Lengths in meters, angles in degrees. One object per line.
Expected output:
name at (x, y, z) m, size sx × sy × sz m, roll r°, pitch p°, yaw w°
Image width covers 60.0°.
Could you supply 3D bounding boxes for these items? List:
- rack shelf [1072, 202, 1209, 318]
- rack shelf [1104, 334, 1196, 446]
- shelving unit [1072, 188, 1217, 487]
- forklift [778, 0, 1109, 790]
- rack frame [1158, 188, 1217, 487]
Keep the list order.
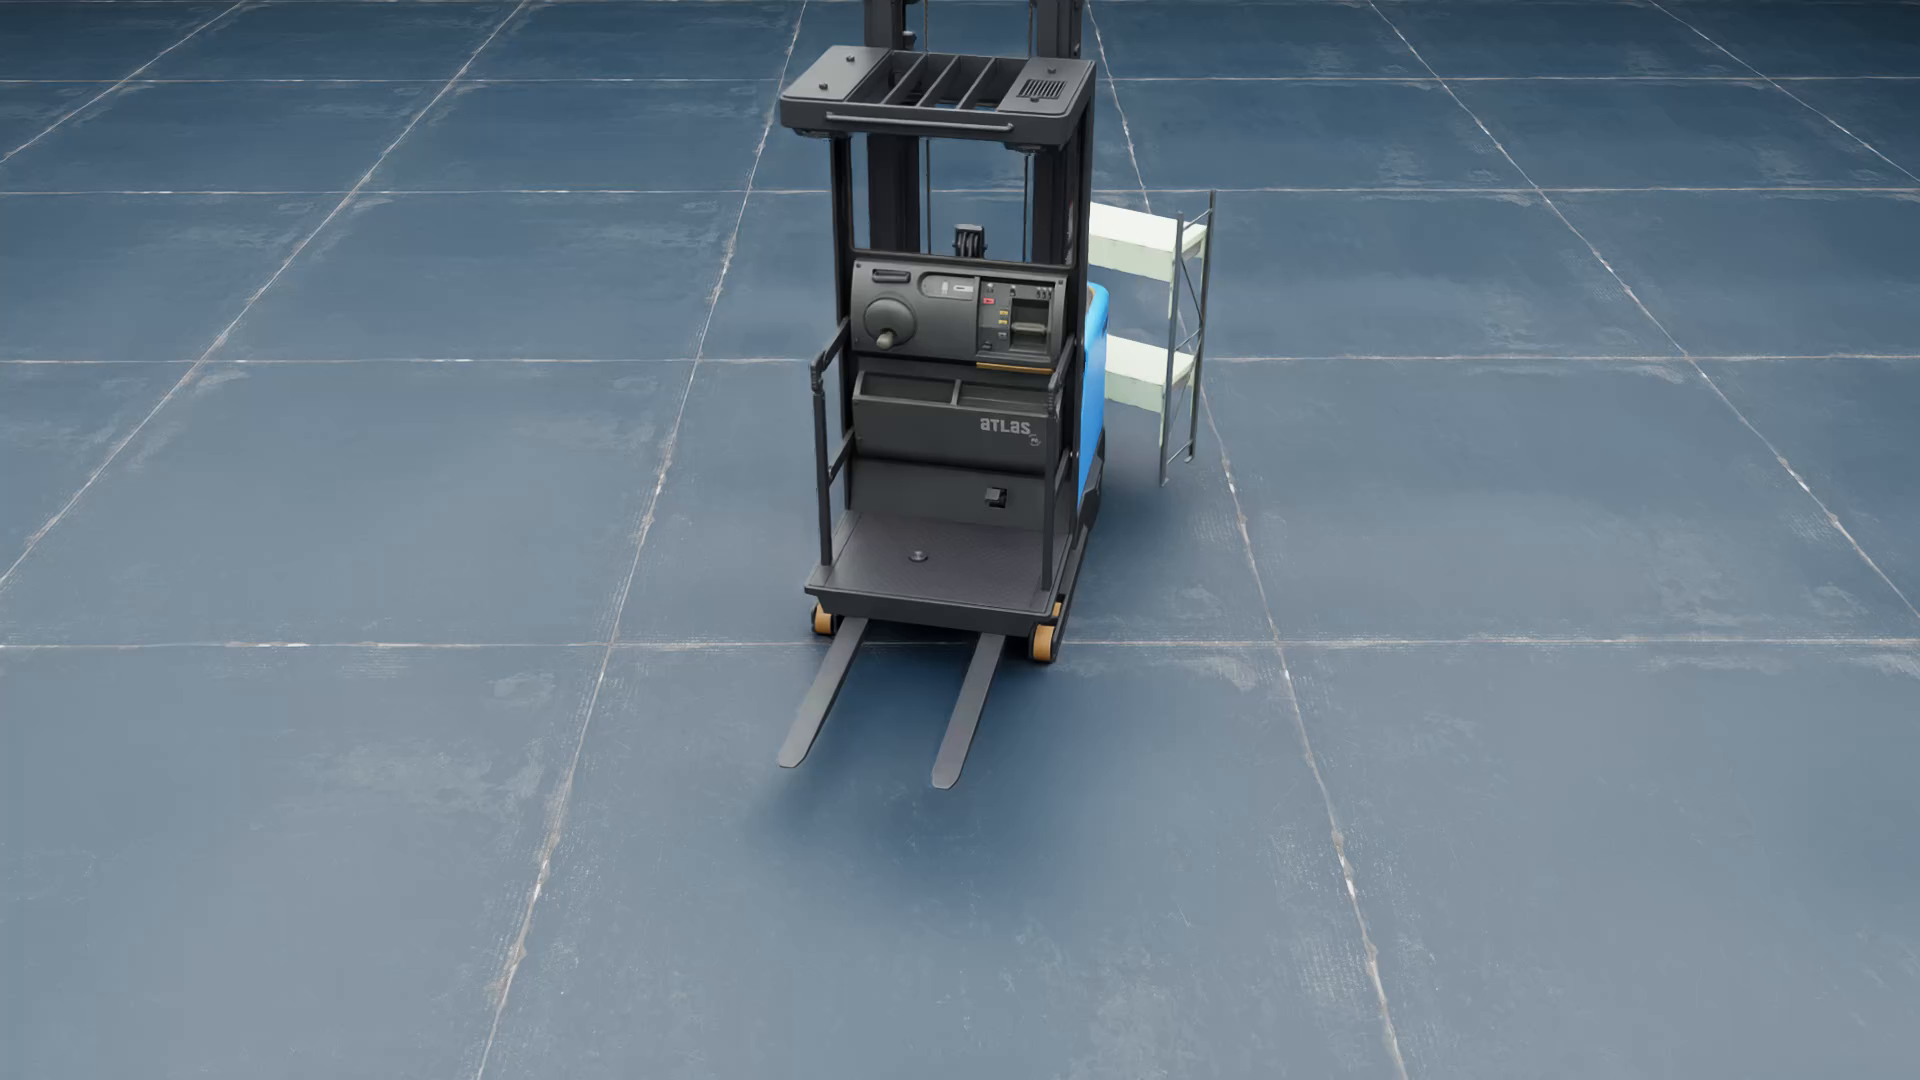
rack shelf at (0.844, -1.443, 8.430) m, size 0.720 × 0.370 × 0.431 m, roll 18°, pitch 36°, yaw 27°
rack shelf at (0.844, -0.830, 8.801) m, size 0.720 × 0.370 × 0.431 m, roll 18°, pitch 36°, yaw 27°
shelving unit at (0.844, -1.109, 8.632) m, size 0.755 × 1.500 × 0.431 m, roll 18°, pitch 36°, yaw 27°
forklift at (-0.053, -0.926, 6.951) m, size 1.130 × 2.935 × 3.031 m, roll 6°, pitch 32°, yaw 10°
rack frame at (1.153, -1.008, 8.465) m, size 0.023 × 1.500 × 0.400 m, roll 18°, pitch 36°, yaw 27°
